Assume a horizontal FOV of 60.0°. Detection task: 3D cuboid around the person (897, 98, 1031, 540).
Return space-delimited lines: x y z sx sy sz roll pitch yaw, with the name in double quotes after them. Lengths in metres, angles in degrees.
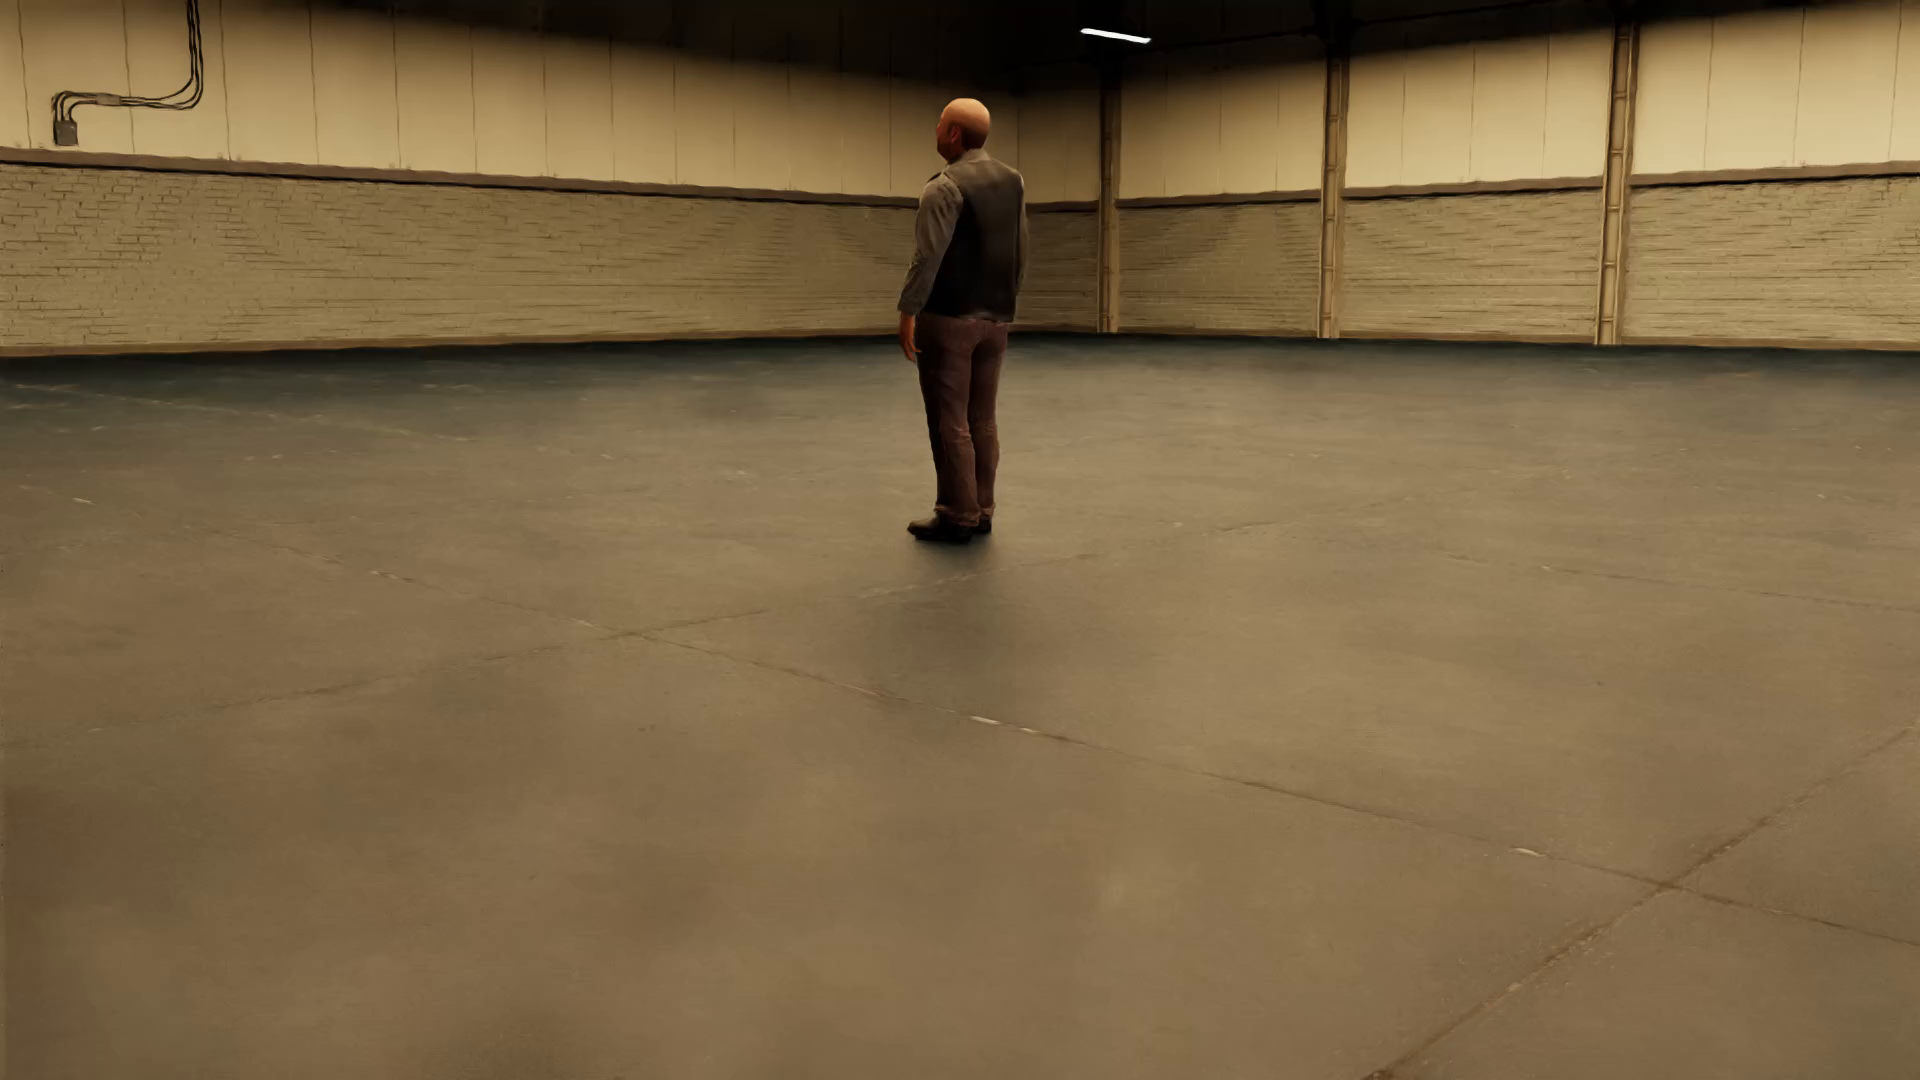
-0.039 -0.865 6.637 0.567 1.720 0.632 8 12 43 "person"
